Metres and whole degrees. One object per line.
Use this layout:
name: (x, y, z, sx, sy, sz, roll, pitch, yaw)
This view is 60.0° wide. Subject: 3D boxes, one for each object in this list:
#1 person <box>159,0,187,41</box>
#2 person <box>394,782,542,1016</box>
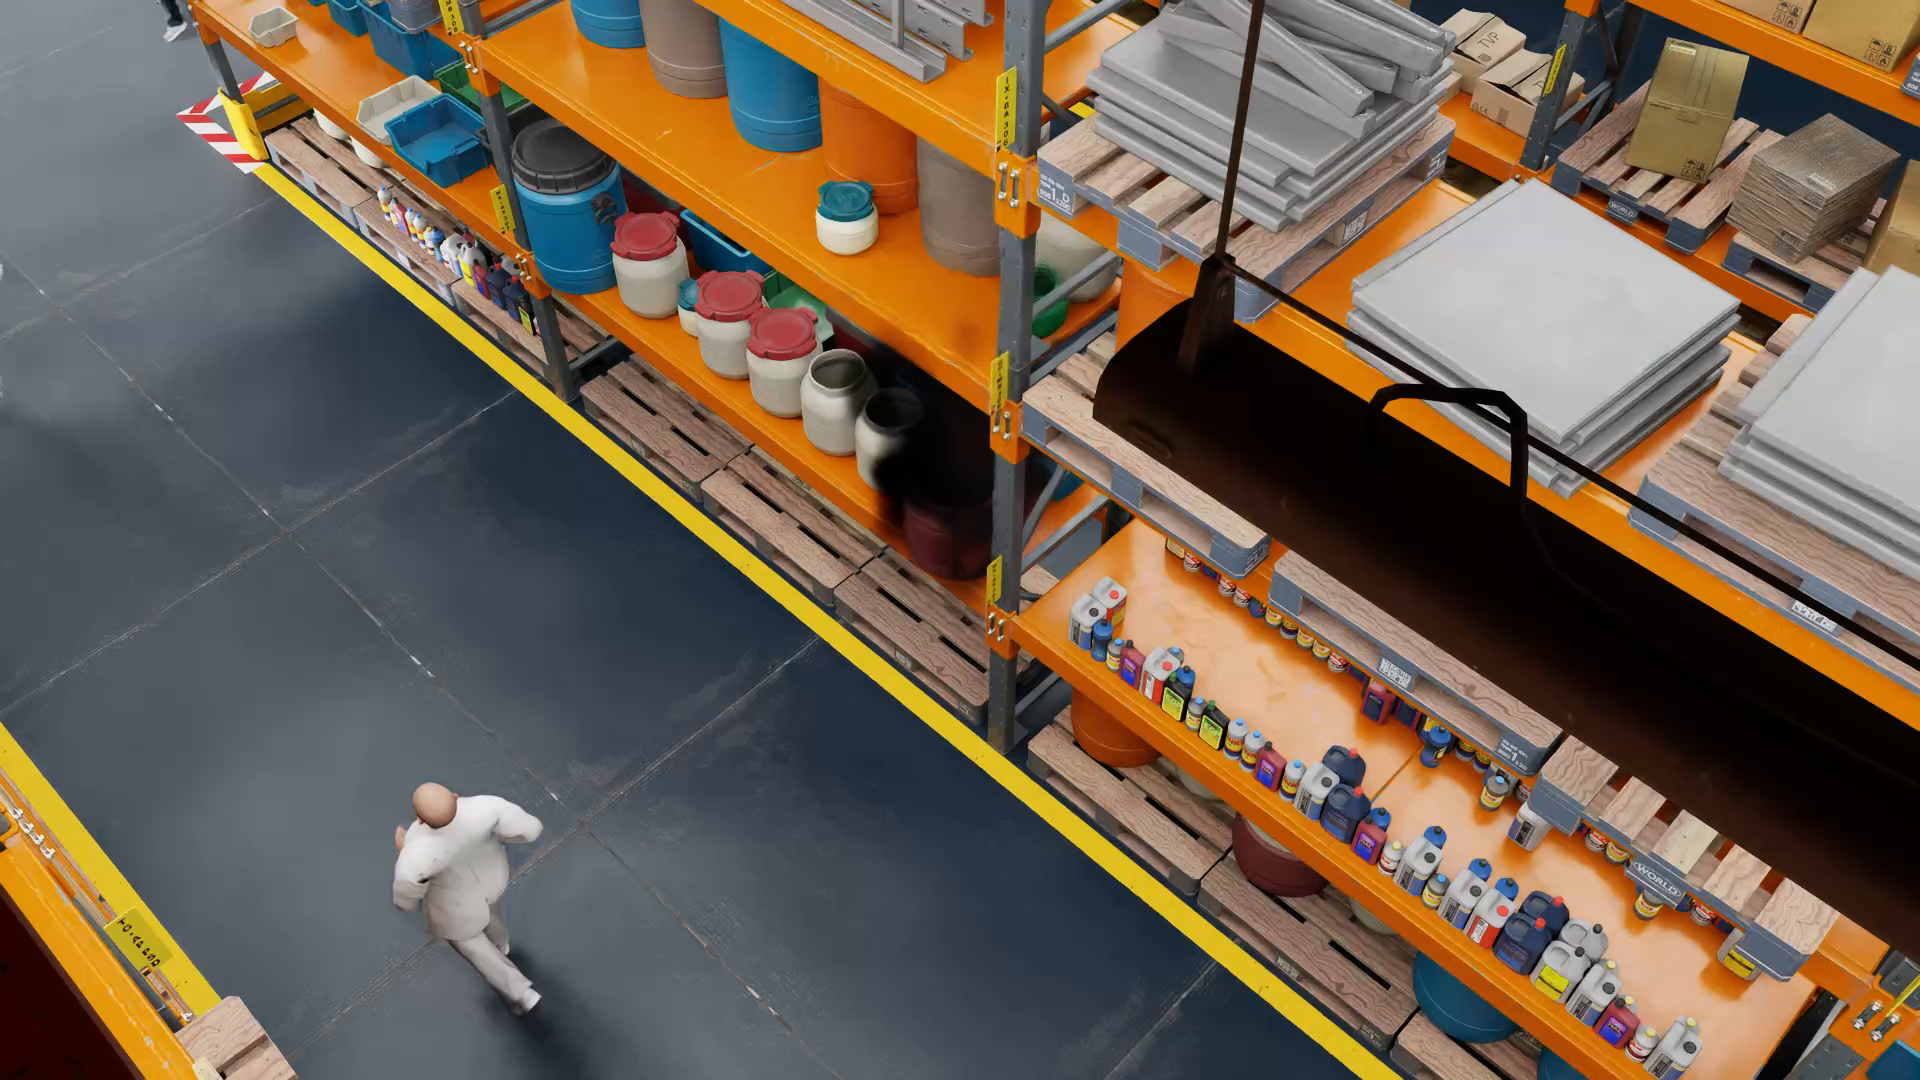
person: (-6.304, -4.646, 13.241, 0.683, 1.646, 0.553, -6, 50, -5)
person: (-2.304, 1.636, 7.884, 0.884, 1.743, 0.719, 37, 59, 27)
